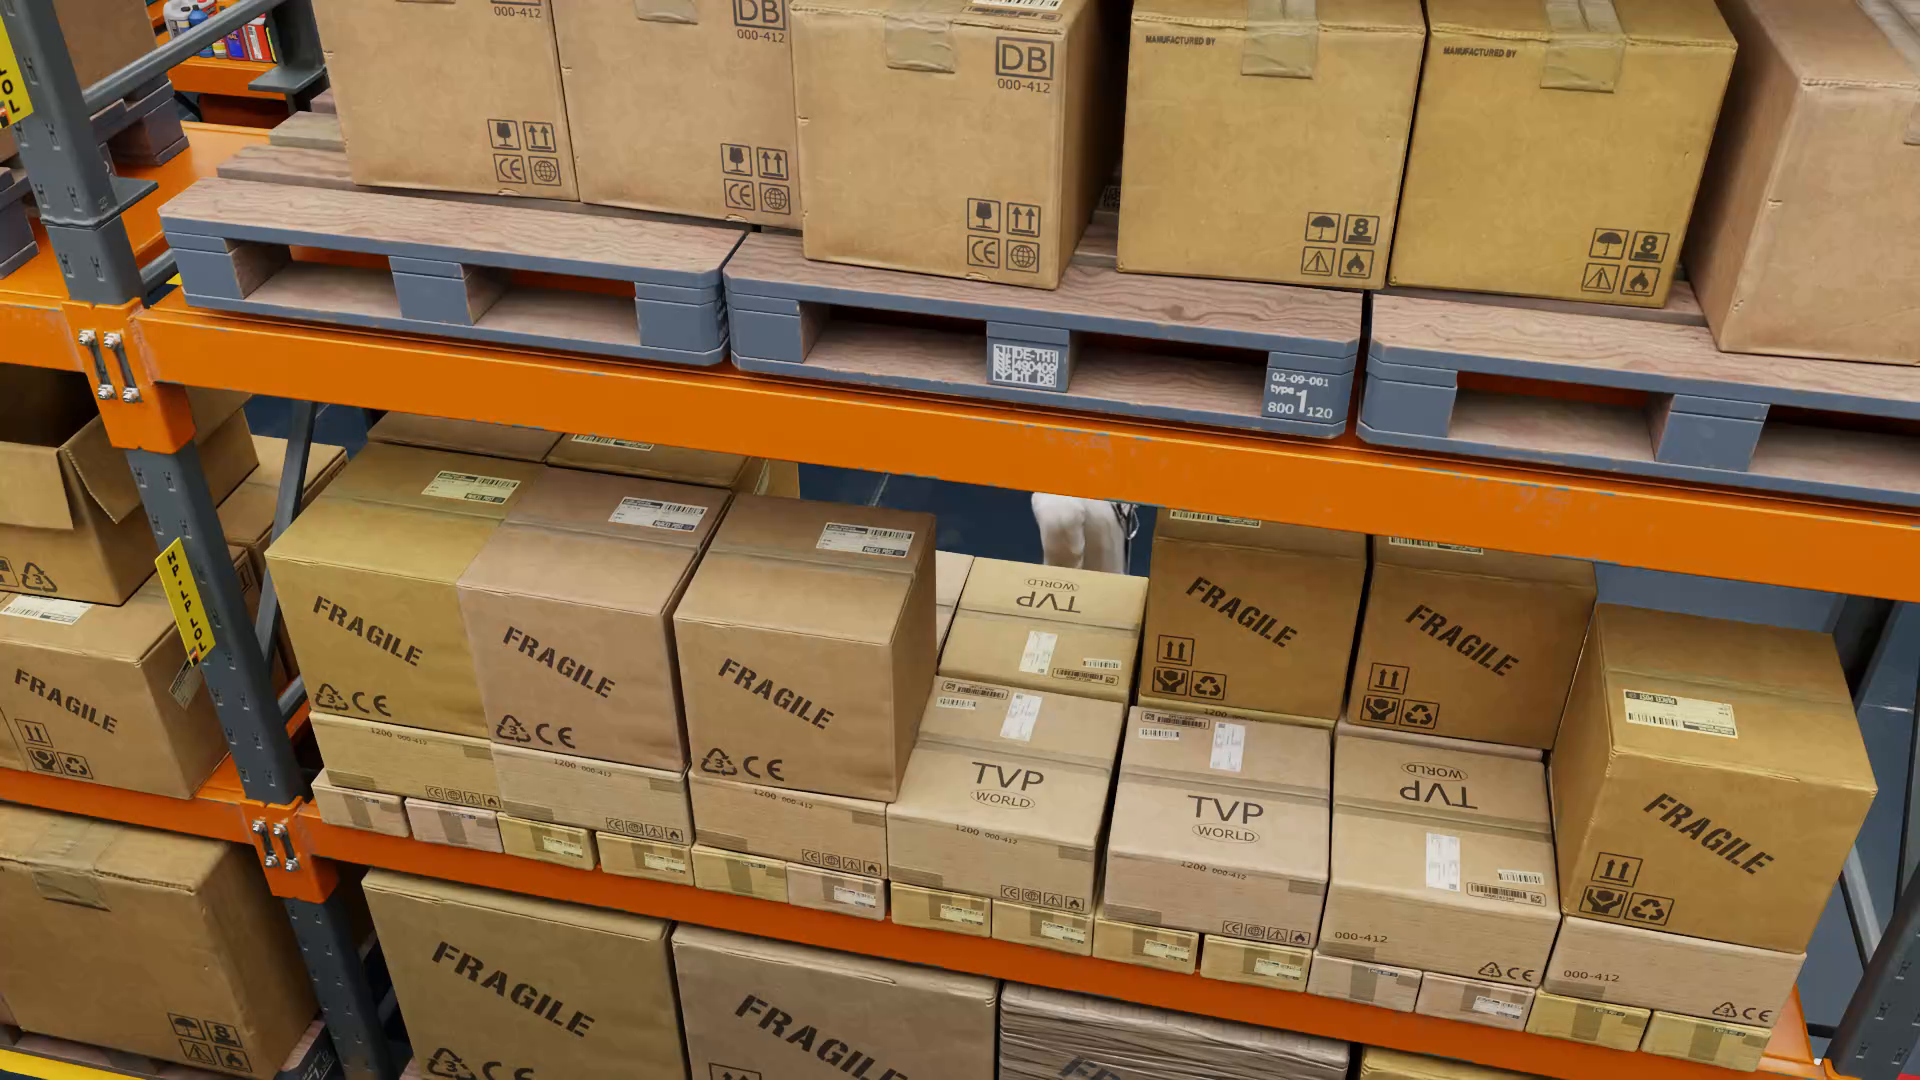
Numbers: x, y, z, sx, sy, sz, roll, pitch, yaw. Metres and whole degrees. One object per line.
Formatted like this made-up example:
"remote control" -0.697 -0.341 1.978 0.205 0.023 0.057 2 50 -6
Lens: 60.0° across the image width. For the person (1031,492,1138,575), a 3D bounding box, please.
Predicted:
"person" 0.441 0.235 5.853 0.384 1.783 0.562 8 37 11
